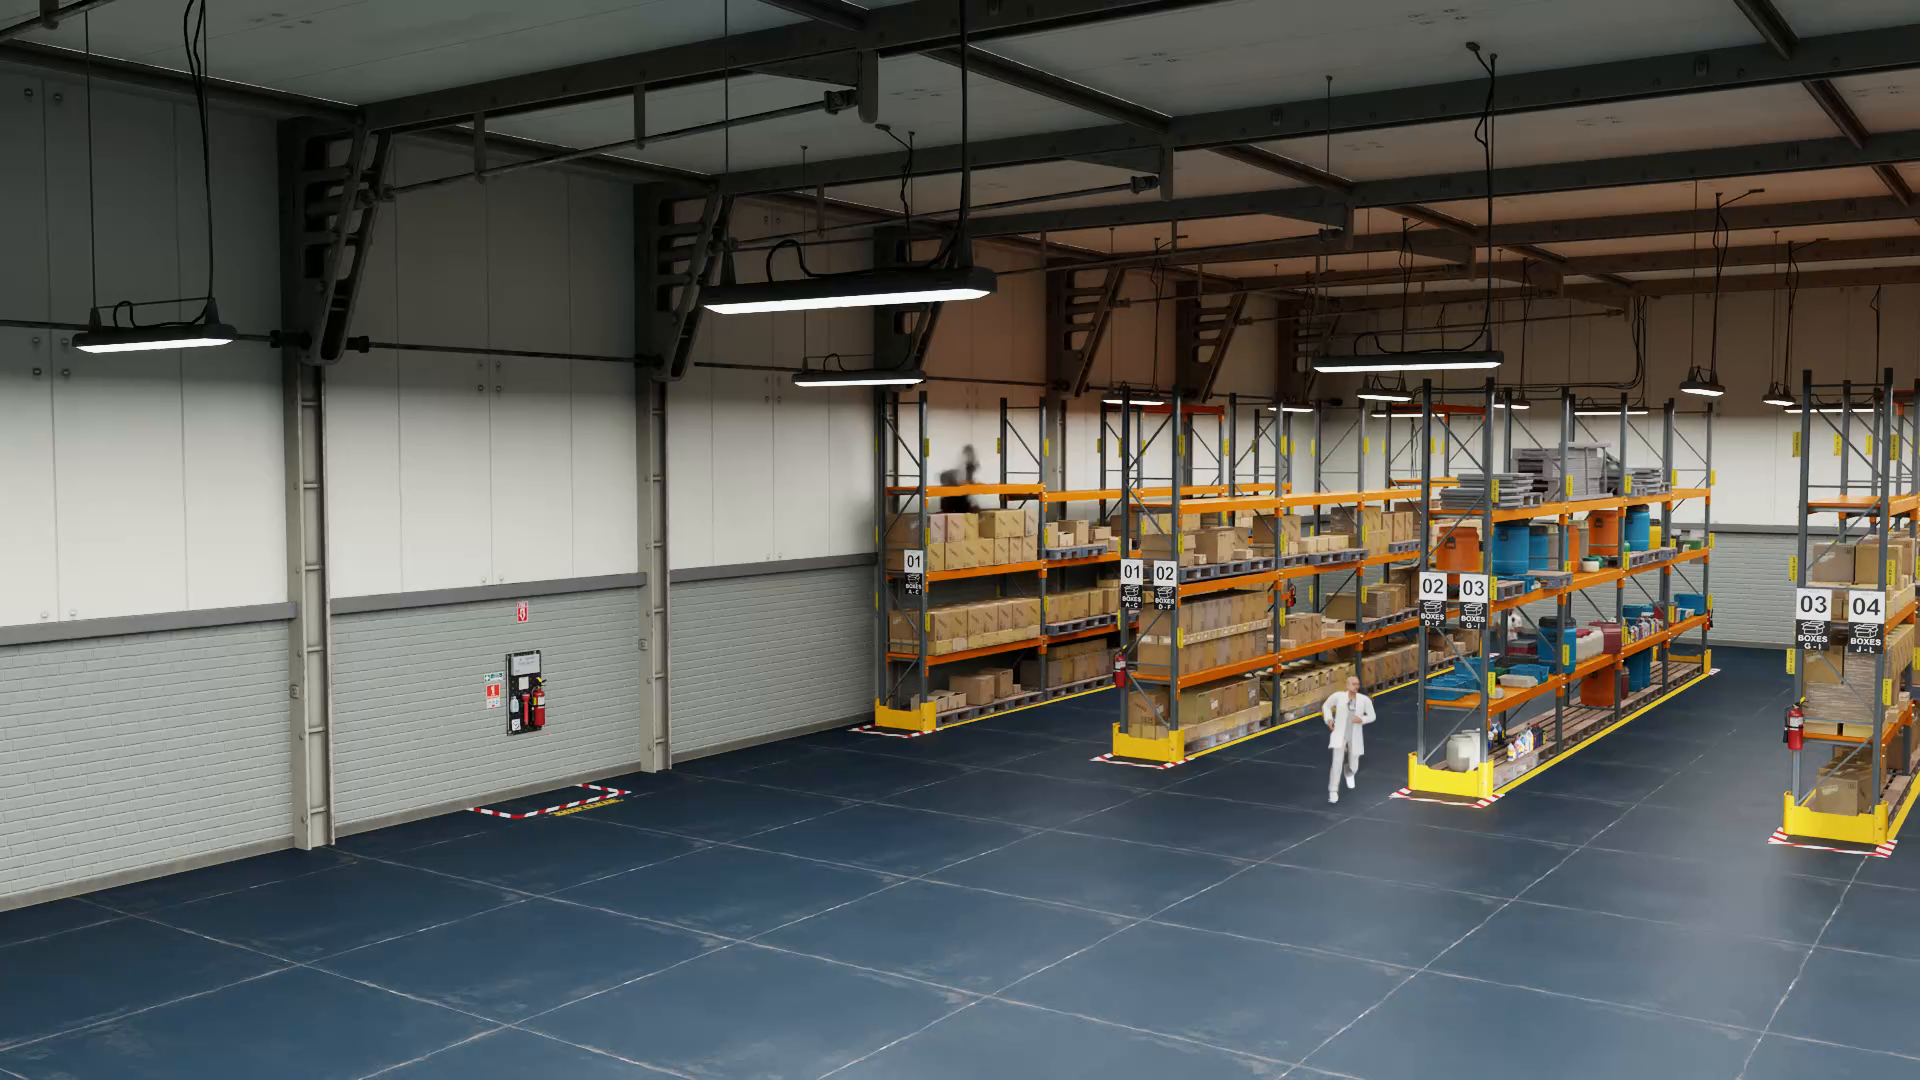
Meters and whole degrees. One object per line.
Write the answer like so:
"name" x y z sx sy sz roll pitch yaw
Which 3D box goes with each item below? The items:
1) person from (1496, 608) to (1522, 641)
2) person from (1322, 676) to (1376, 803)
"person" 11.776 2.202 35.690 0.537 1.712 0.813 1 3 20
"person" 5.591 2.829 23.882 0.733 1.756 0.956 0 3 5
